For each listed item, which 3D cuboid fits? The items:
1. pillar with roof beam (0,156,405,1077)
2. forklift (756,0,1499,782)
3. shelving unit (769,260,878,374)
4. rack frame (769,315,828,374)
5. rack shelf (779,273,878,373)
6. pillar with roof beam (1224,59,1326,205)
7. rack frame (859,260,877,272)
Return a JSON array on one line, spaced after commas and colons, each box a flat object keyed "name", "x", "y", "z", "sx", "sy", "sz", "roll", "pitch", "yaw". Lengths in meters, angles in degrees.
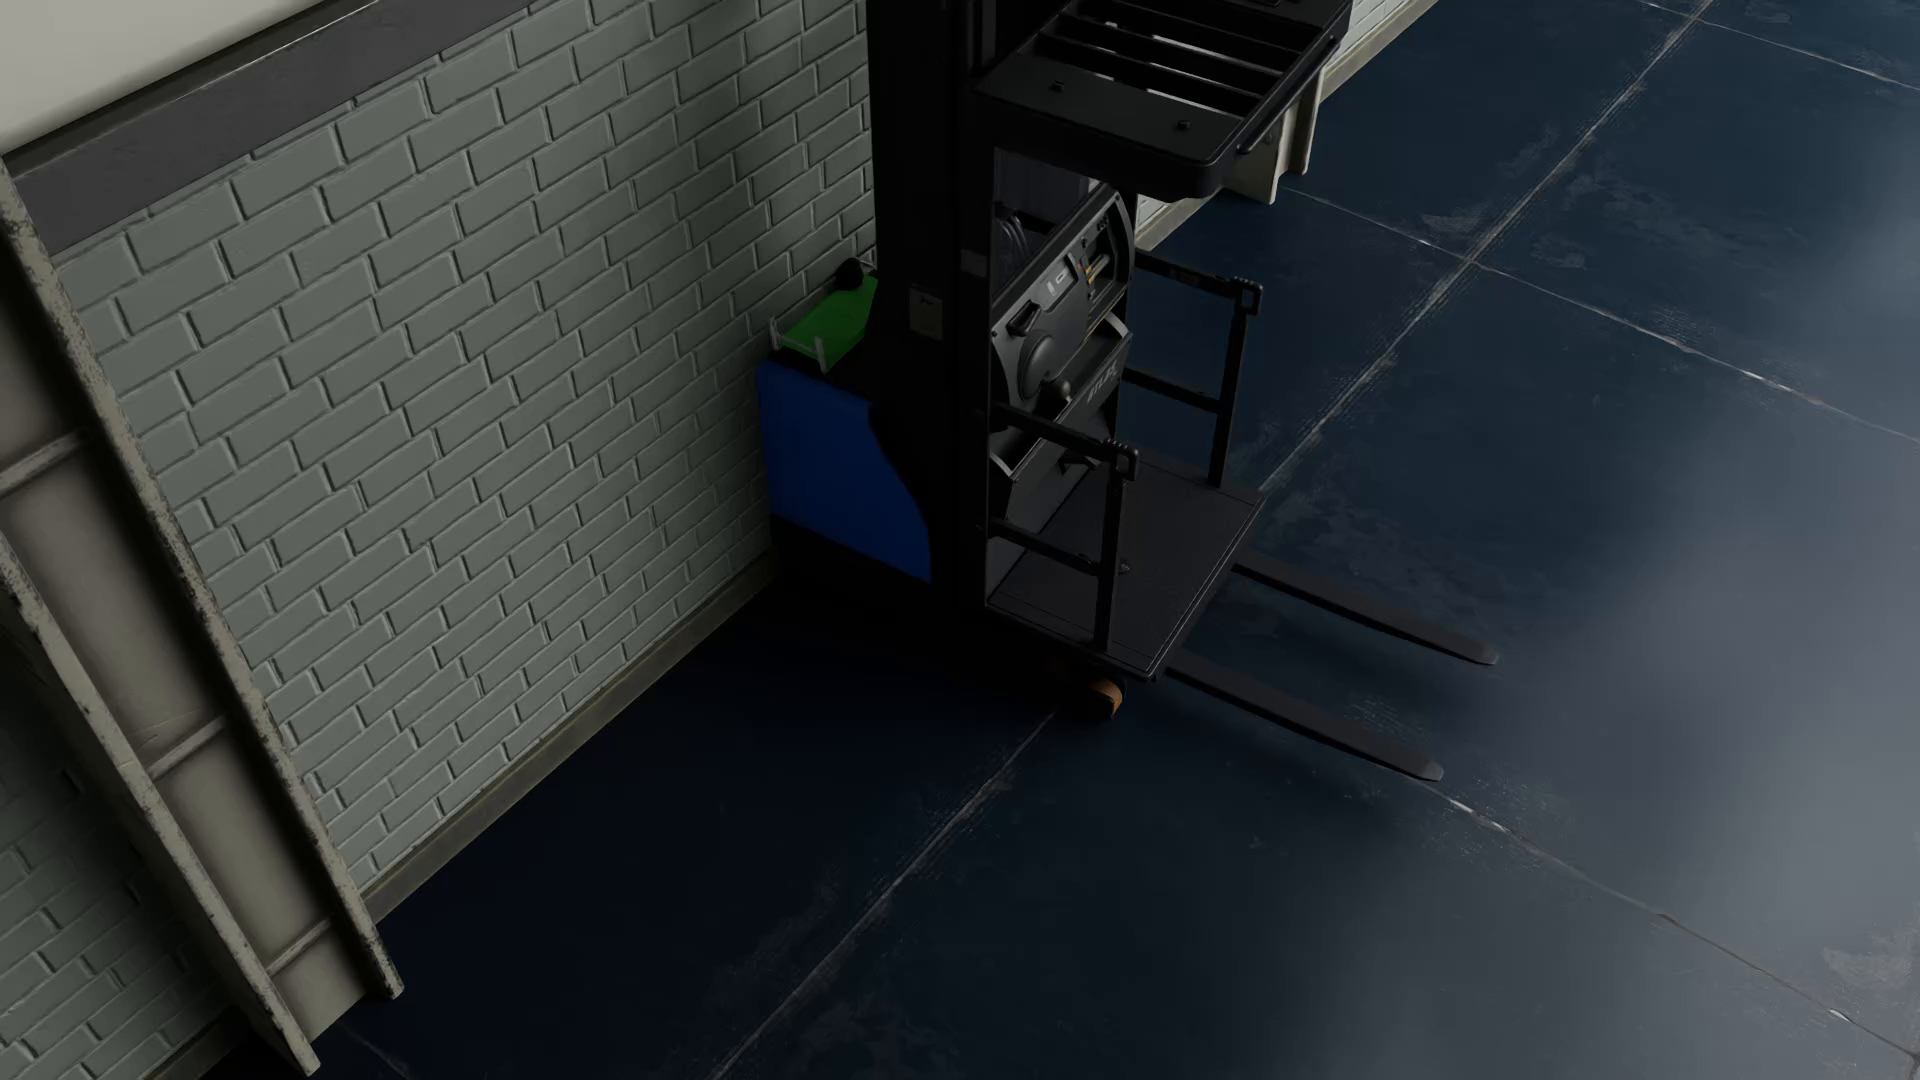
[{"name": "pillar with roof beam", "x": 1.331, "y": 0.323, "z": 0.383, "sx": 9.100, "sy": 9.000, "sz": 0.400, "roll": 29, "pitch": 53, "yaw": 25}, {"name": "forklift", "x": 0.539, "y": -0.781, "z": 5.634, "sx": 3.031, "sy": 2.935, "sz": 1.130, "roll": 23, "pitch": 51, "yaw": 21}, {"name": "shelving unit", "x": -0.394, "y": -0.512, "z": 6.488, "sx": 0.258, "sy": 1.200, "sz": 0.503, "roll": 25, "pitch": 55, "yaw": 27}, {"name": "rack frame", "x": -0.537, "y": -0.357, "z": 6.364, "sx": 0.240, "sy": 1.200, "sz": 0.015, "roll": 25, "pitch": 55, "yaw": 27}, {"name": "rack shelf", "x": -0.432, "y": -0.792, "z": 6.182, "sx": 0.258, "sy": 0.148, "sz": 0.480, "roll": 25, "pitch": 55, "yaw": 27}, {"name": "pillar with roof beam", "x": 5.000, "y": -3.110, "z": 3.663, "sx": 9.100, "sy": 9.000, "sz": 0.400, "roll": 29, "pitch": 53, "yaw": 25}, {"name": "rack frame", "x": -0.251, "y": -0.666, "z": 6.611, "sx": 0.240, "sy": 1.200, "sz": 0.015, "roll": 25, "pitch": 55, "yaw": 27}]
